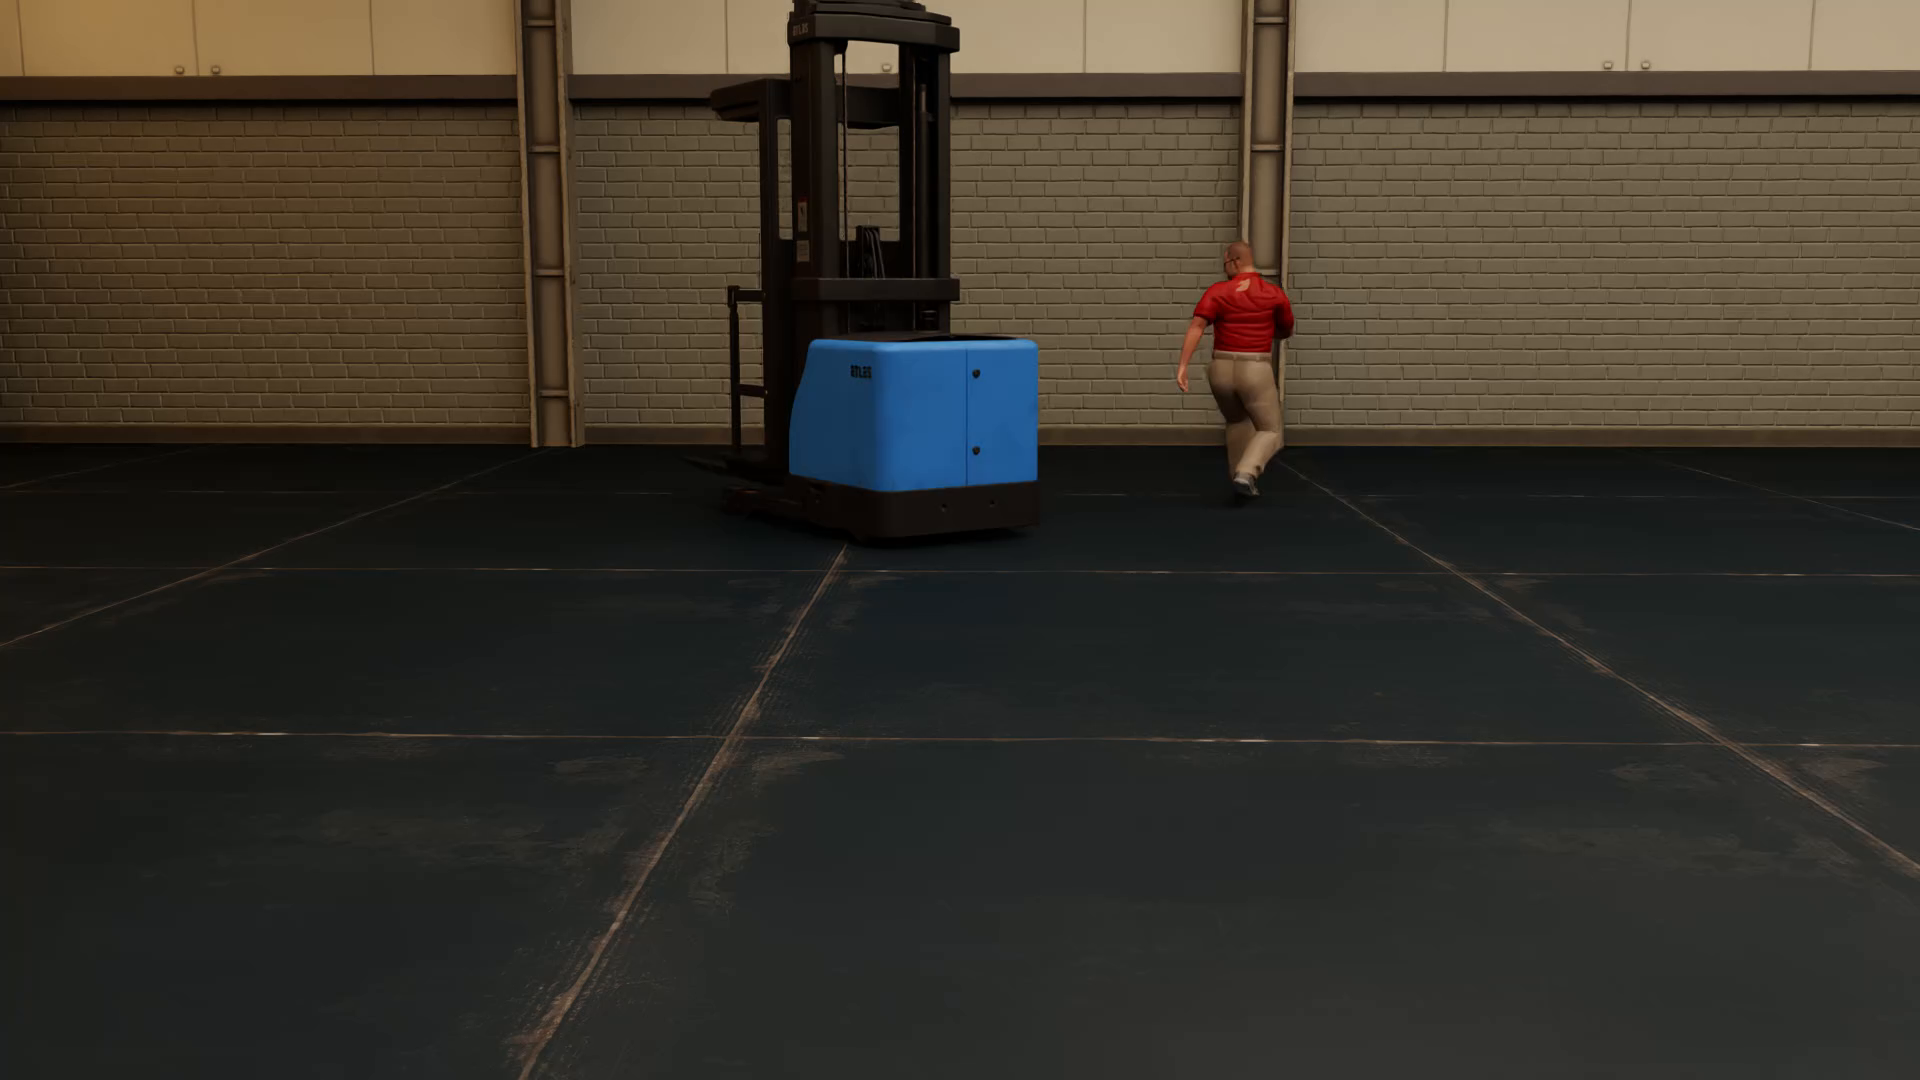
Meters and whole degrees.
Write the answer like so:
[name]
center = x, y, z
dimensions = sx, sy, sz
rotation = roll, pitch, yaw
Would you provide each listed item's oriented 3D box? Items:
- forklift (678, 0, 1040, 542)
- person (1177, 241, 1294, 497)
[forklift]
center = -0.783, -1.616, 9.879
dimensions = 1.130, 2.935, 3.031
rotation = -6, 10, -33
[person]
center = 1.783, -1.055, 10.547
dimensions = 0.598, 1.651, 0.842
rotation = 4, 10, 27
